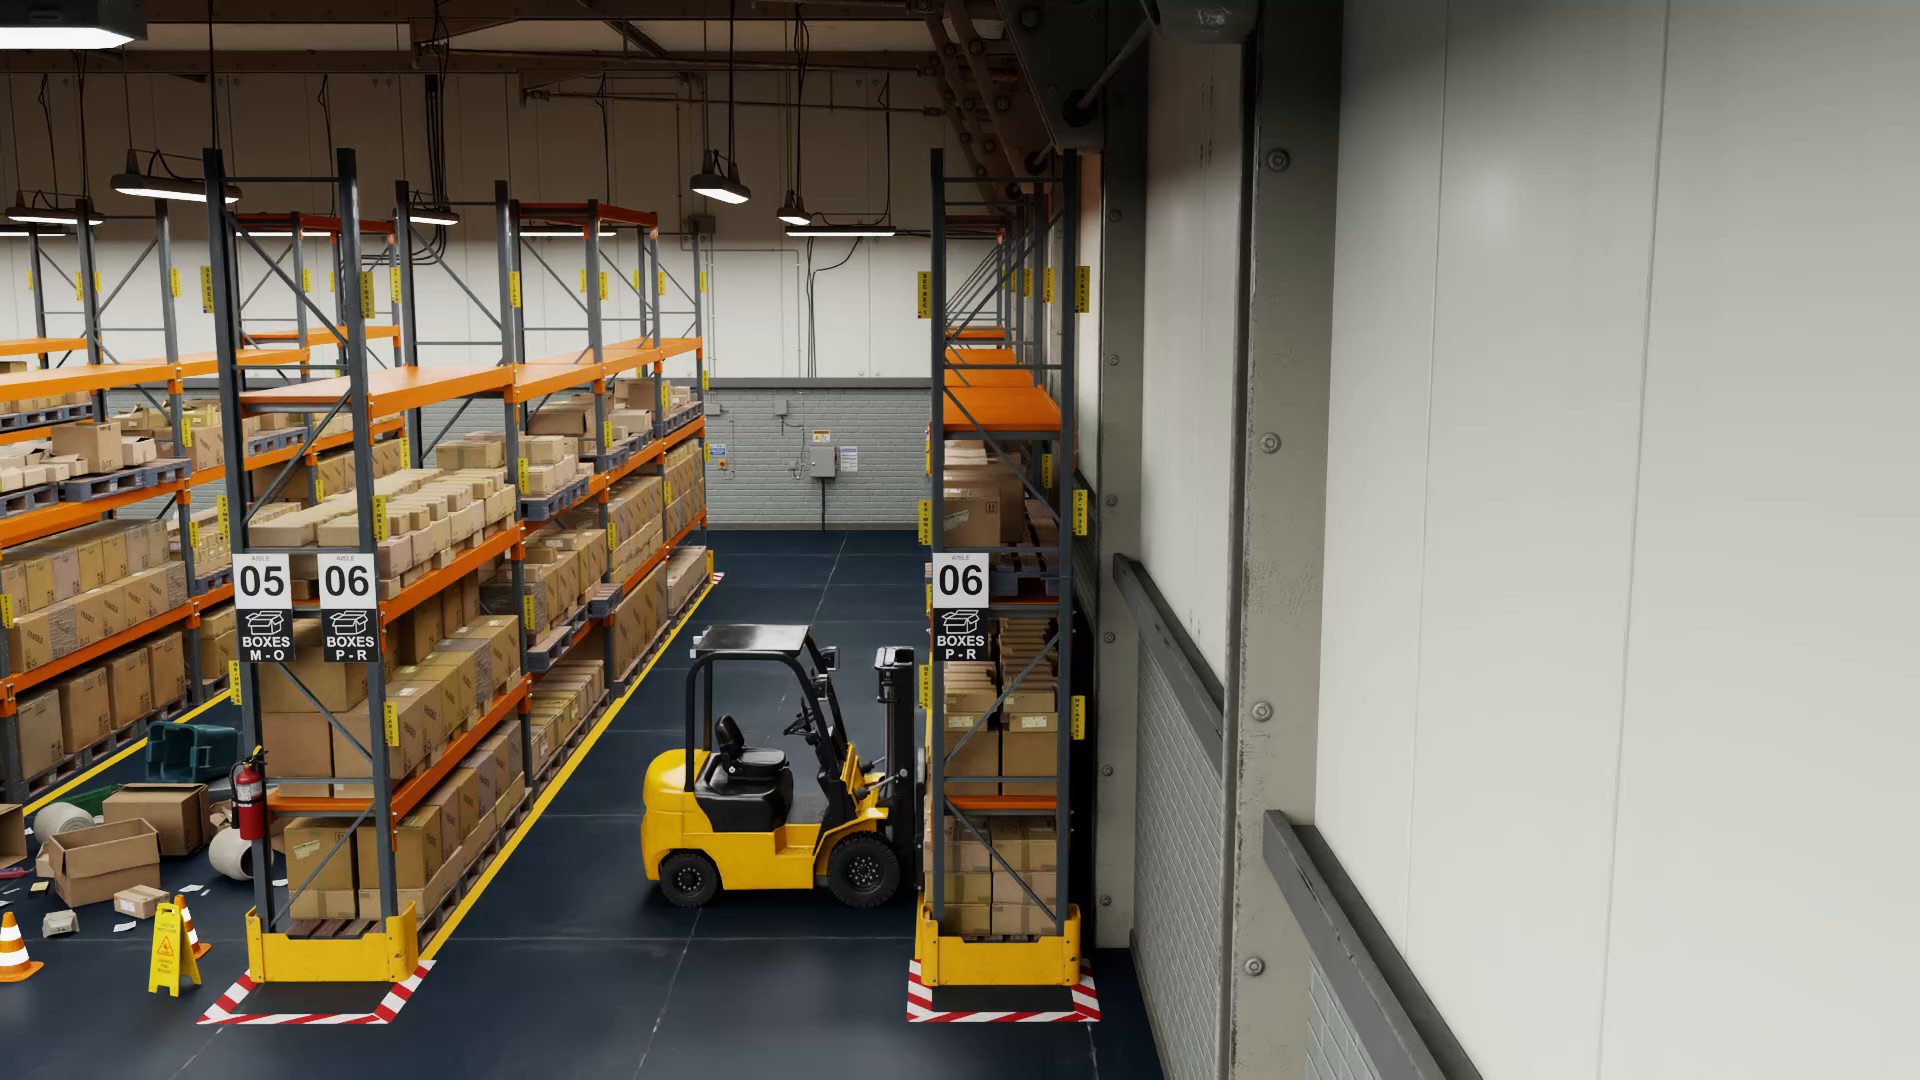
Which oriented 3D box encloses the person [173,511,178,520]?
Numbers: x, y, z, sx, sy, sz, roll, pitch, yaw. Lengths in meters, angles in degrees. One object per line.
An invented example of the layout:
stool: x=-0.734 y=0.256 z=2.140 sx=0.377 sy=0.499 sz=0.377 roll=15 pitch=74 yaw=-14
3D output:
person: x=-11.146 y=0.468 z=23.982 sx=0.583 sy=1.784 sz=0.593 roll=9 pitch=13 yaw=43
